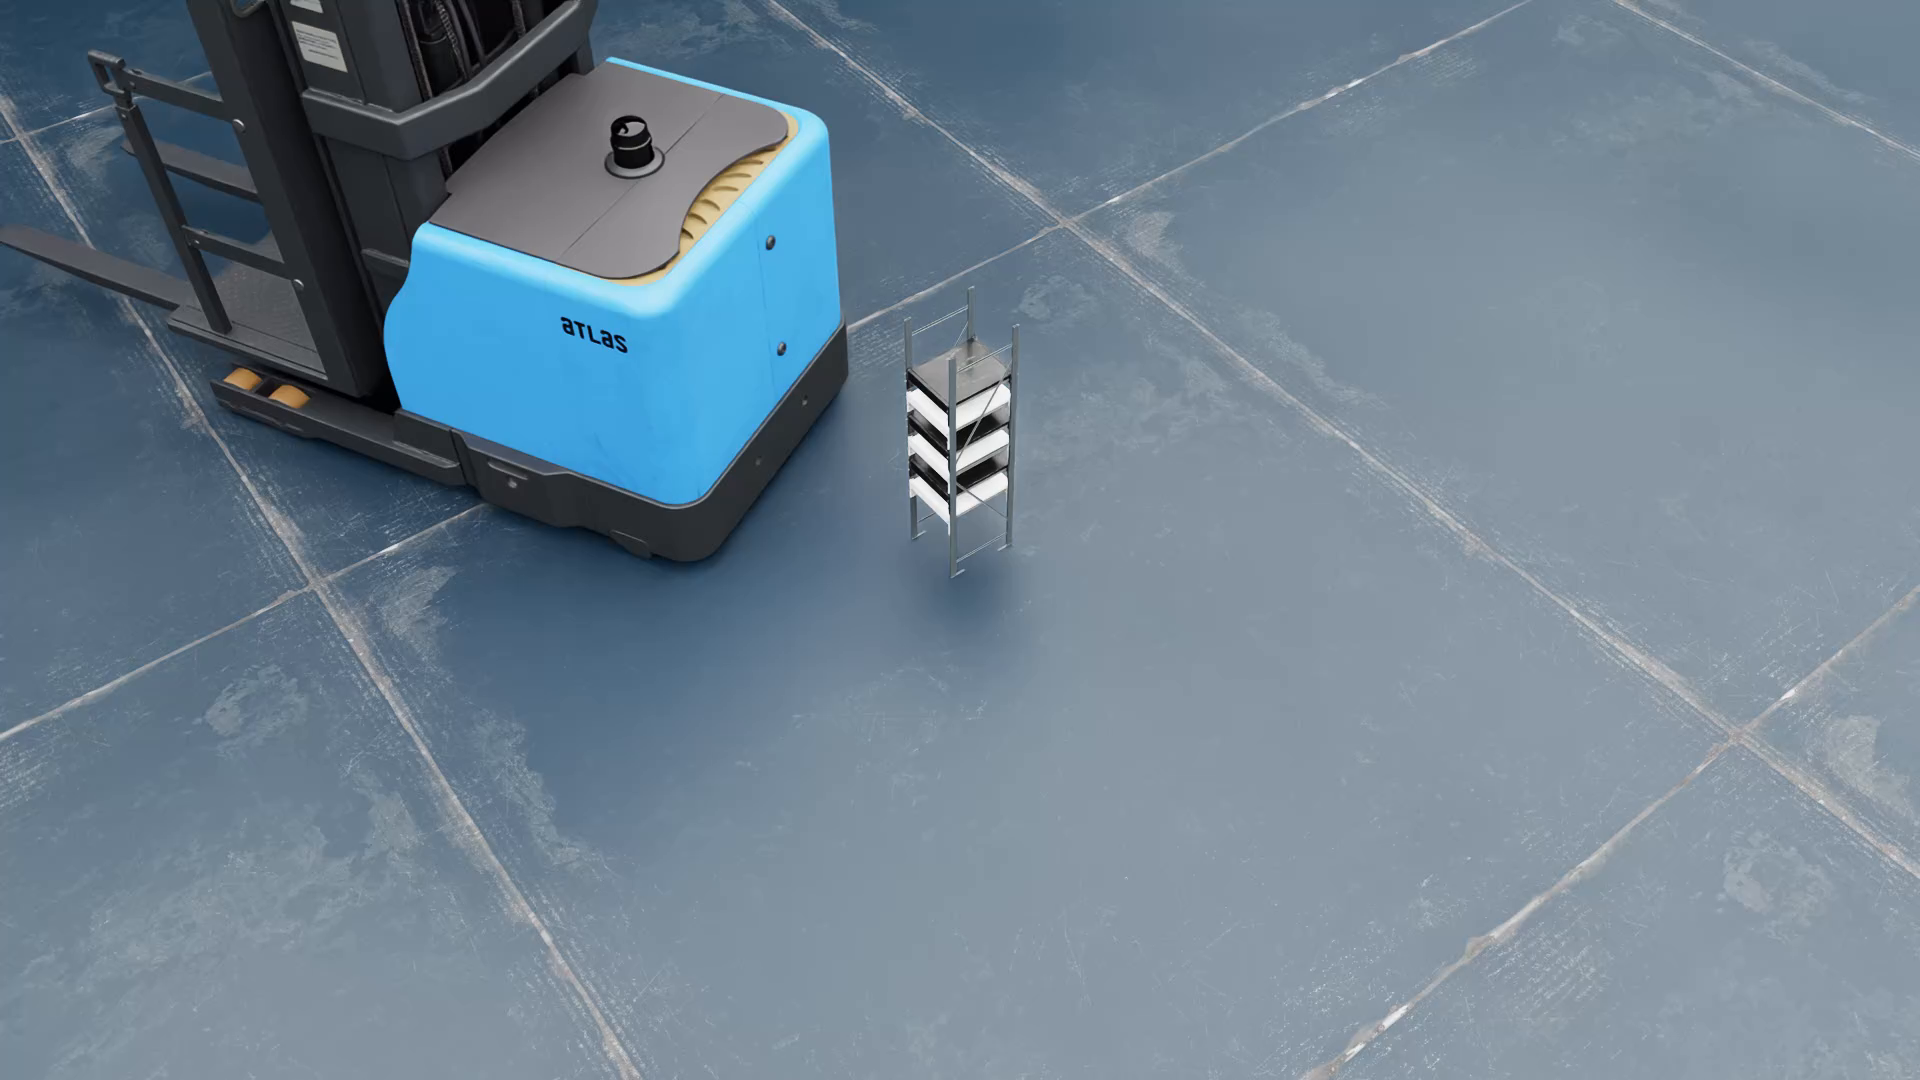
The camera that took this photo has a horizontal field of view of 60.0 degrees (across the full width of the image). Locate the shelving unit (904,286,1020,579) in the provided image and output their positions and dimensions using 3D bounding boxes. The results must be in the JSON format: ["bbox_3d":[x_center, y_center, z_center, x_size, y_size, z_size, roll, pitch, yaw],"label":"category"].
[{"bbox_3d":[0.005,-0.297,4.912,0.258,0.900,0.210,-29,54,-24],"label":"shelving unit"}]

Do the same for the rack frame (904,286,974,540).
[{"bbox_3d":[-0.057,-0.357,4.967,0.240,0.900,0.006,-29,54,-24],"label":"rack frame"}]

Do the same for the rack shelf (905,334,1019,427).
[{"bbox_3d":[0.005,-0.456,4.737,0.258,0.077,0.200,-29,54,-24],"label":"rack shelf"}]

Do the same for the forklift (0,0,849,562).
[{"bbox_3d":[-1.937,-1.671,4.787,3.031,2.935,1.130,19,51,17],"label":"forklift"}]

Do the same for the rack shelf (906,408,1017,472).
[{"bbox_3d":[0.005,-0.336,4.870,0.258,0.077,0.200,-29,54,-24],"label":"rack shelf"}]

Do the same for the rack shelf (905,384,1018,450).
[{"bbox_3d":[0.005,-0.396,4.804,0.258,0.077,0.200,-29,54,-24],"label":"rack shelf"}]

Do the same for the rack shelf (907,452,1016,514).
[{"bbox_3d":[0.005,-0.215,5.004,0.258,0.077,0.200,-29,54,-24],"label":"rack shelf"}]

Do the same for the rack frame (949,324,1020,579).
[{"bbox_3d":[0.066,-0.237,4.858,0.240,0.900,0.006,-29,54,-24],"label":"rack frame"}]

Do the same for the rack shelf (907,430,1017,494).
[{"bbox_3d":[0.005,-0.275,4.937,0.258,0.077,0.200,-29,54,-24],"label":"rack shelf"}]

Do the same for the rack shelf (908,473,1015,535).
[{"bbox_3d":[0.005,-0.154,5.070,0.258,0.077,0.200,-29,54,-24],"label":"rack shelf"}]
